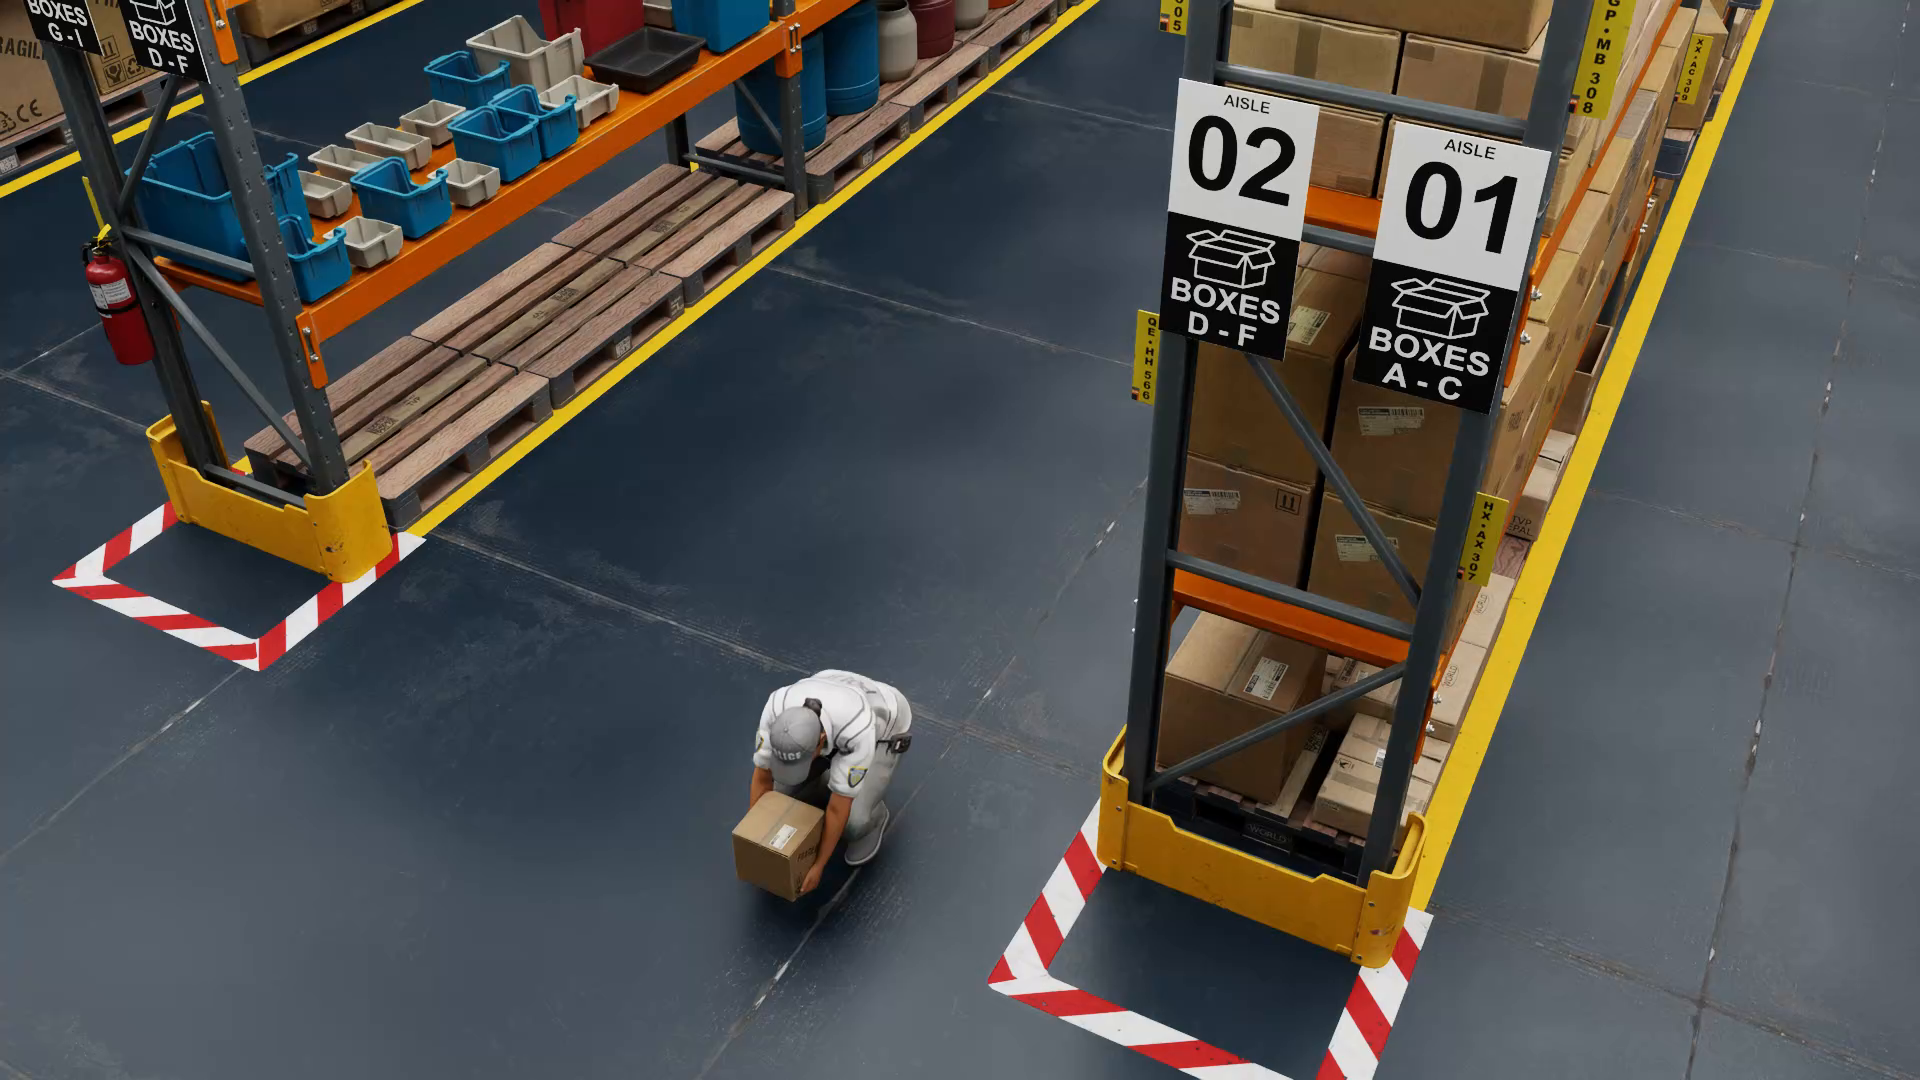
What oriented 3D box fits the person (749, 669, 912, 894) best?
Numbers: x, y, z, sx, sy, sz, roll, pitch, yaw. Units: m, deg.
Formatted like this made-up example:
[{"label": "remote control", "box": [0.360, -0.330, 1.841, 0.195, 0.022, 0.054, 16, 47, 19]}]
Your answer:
[{"label": "person", "box": [-0.512, 0.824, 6.287, 0.505, 0.956, 0.858, 17, 41, 20]}]
